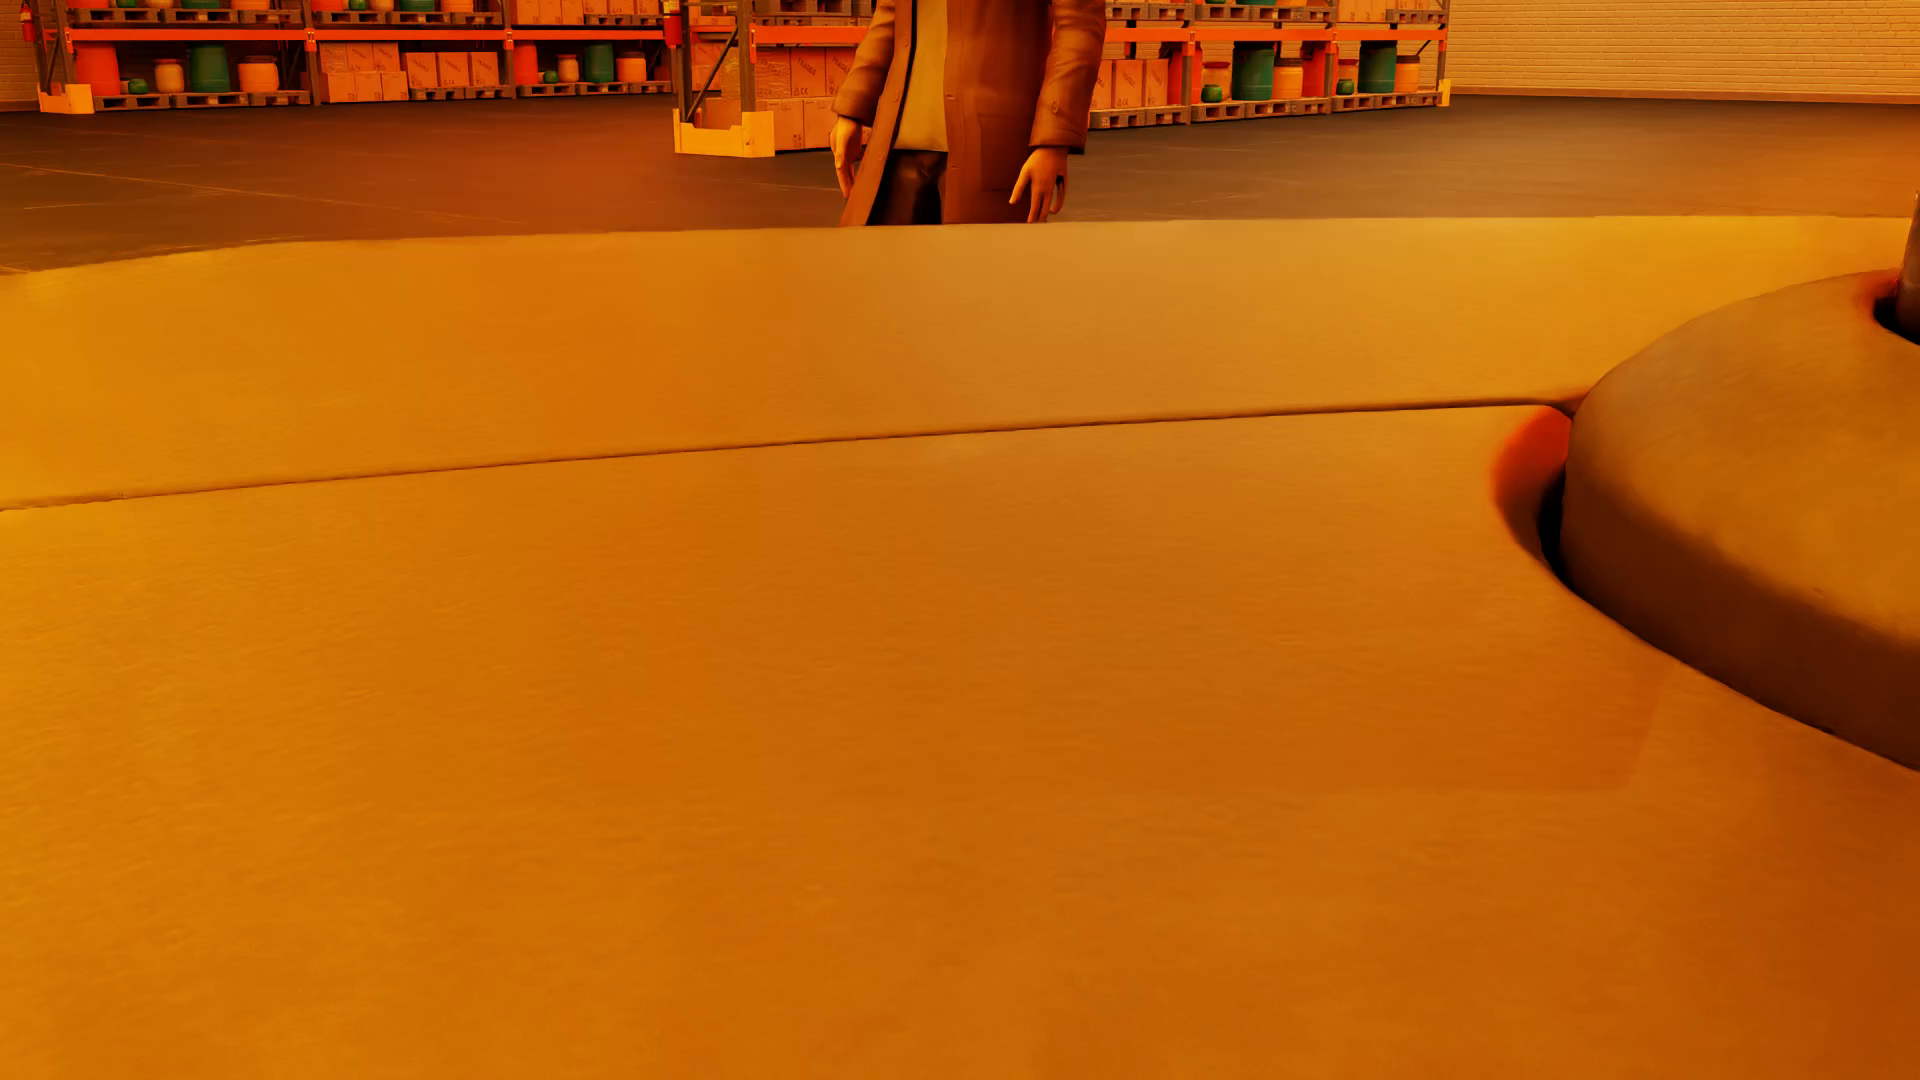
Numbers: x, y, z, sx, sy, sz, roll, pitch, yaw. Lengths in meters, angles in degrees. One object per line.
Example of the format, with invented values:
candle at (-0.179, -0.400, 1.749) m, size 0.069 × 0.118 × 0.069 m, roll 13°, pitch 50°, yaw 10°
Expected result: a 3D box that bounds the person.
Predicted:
person at (-0.062, -0.837, 3.616) m, size 0.696 × 1.778 × 0.579 m, roll 13°, pitch 21°, yaw 37°
